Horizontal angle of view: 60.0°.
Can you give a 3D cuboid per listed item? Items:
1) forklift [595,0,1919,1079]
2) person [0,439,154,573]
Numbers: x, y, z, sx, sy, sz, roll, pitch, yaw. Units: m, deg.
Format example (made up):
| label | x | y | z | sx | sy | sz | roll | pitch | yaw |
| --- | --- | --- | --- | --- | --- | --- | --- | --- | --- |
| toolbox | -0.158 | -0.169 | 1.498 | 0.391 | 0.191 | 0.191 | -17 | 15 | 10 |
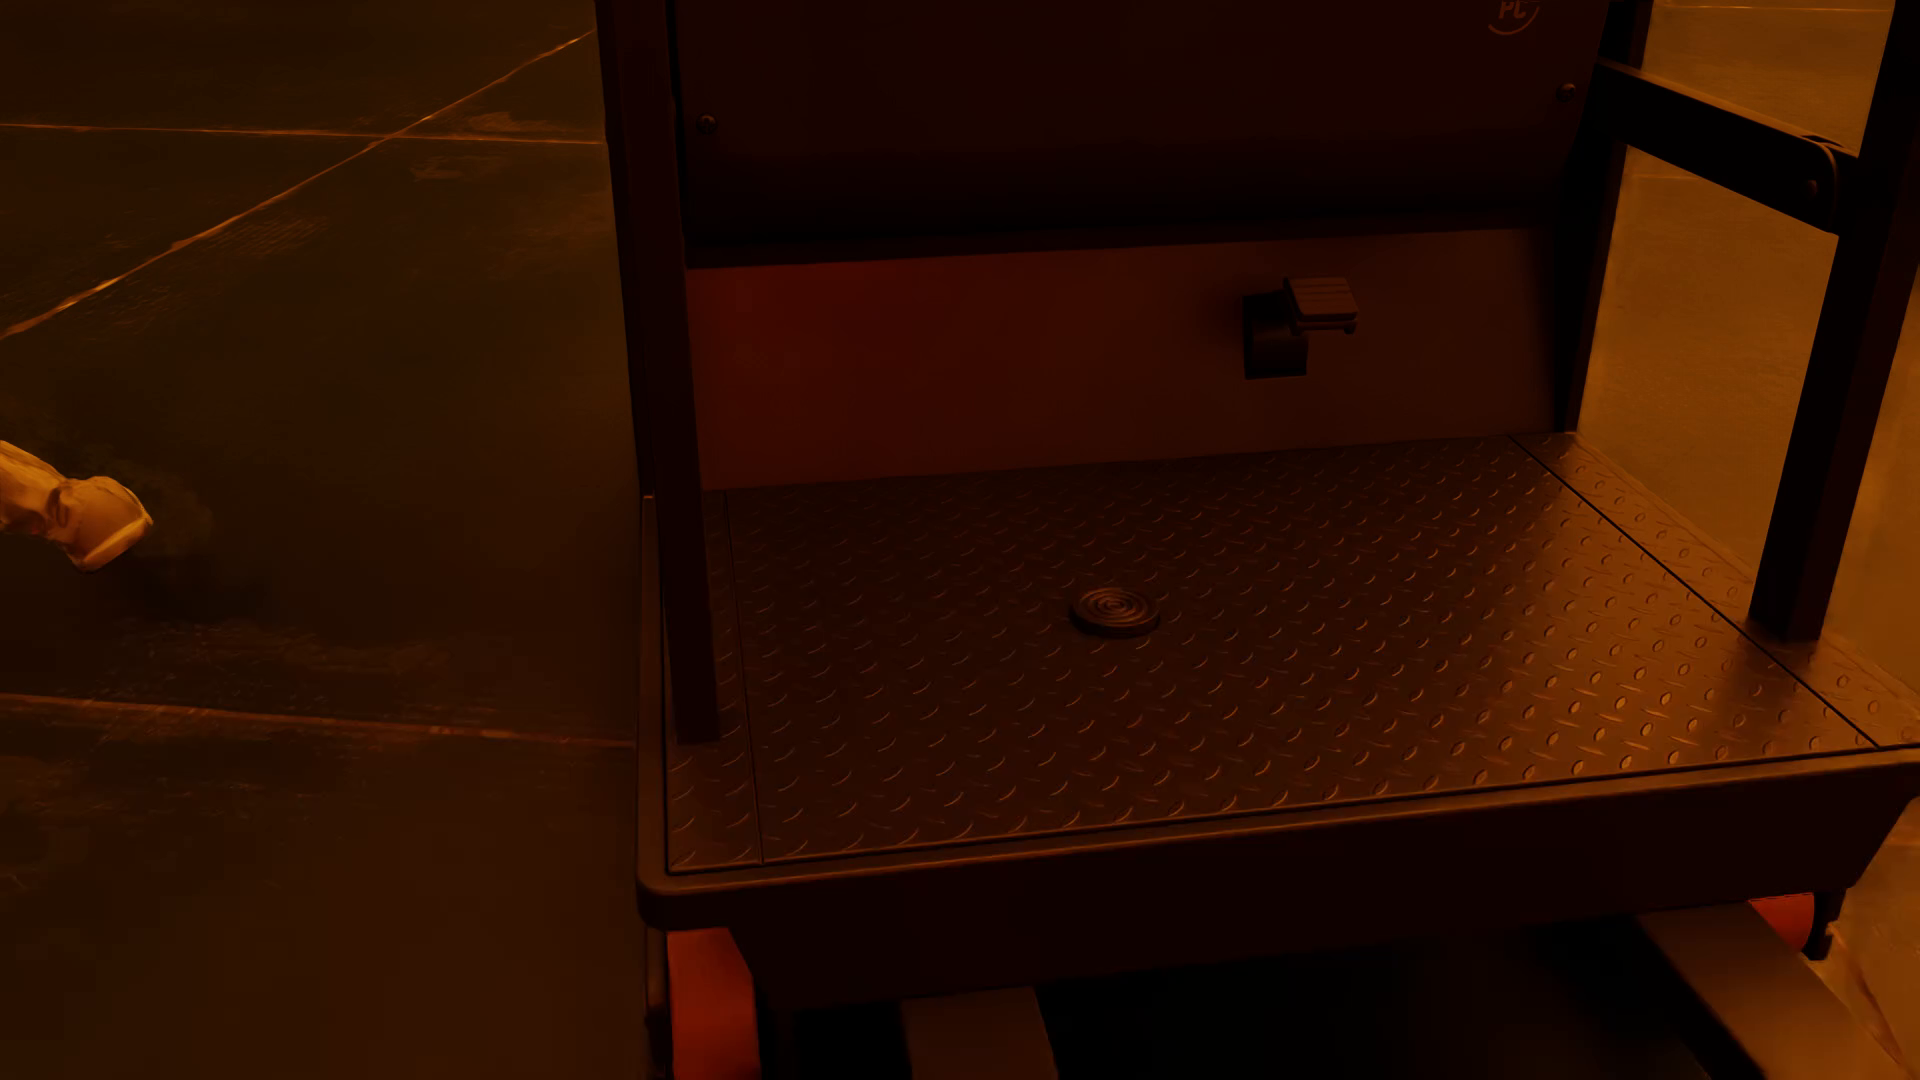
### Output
| label | x | y | z | sx | sy | sz | roll | pitch | yaw |
| --- | --- | --- | --- | --- | --- | --- | --- | --- | --- |
| forklift | 0.224 | -0.988 | 1.196 | 1.130 | 2.935 | 3.031 | -4 | 27 | -9 |
| person | -1.660 | -0.576 | 2.082 | 1.034 | 1.473 | 0.857 | 20 | 33 | 35 |
